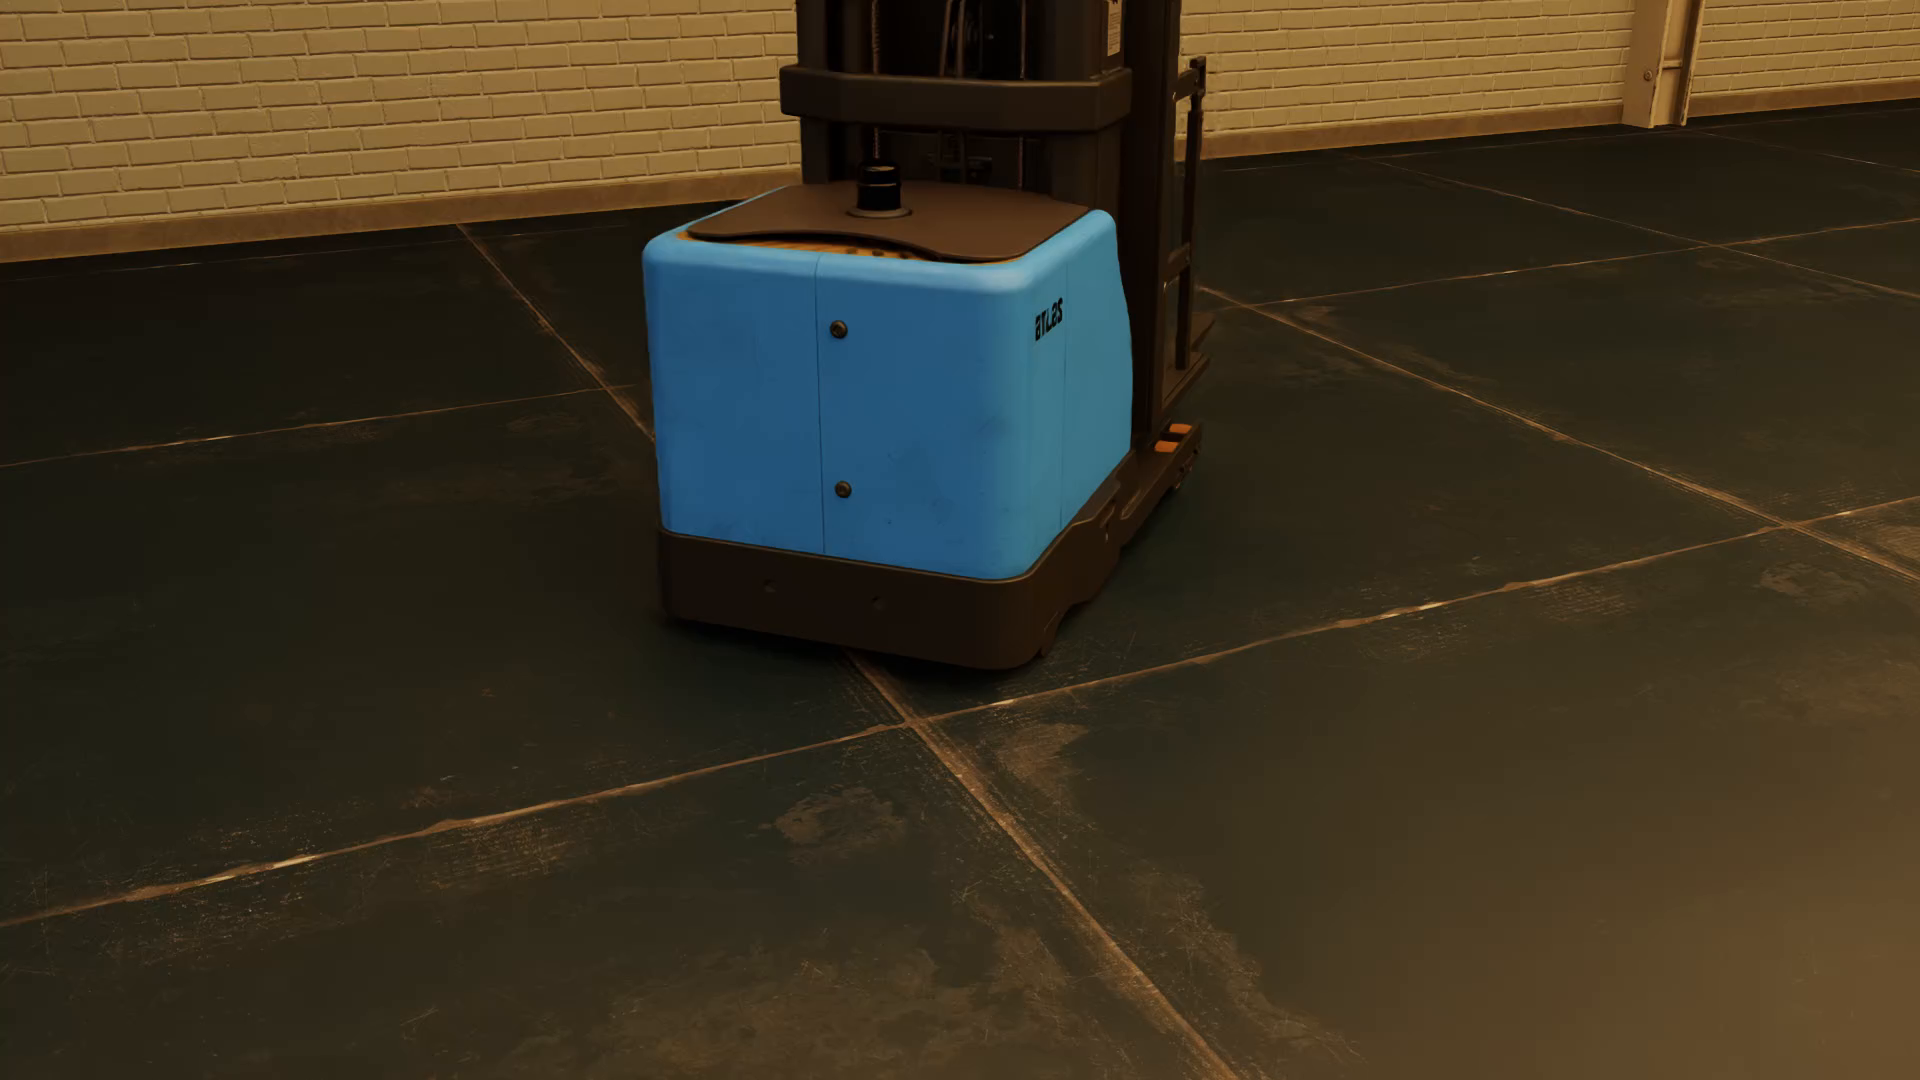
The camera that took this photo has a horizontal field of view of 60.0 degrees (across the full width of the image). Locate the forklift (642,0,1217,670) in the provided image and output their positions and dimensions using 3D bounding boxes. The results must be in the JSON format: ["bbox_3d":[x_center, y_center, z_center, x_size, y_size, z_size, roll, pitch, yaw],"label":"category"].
[{"bbox_3d":[0.185,-1.565,5.054,1.130,2.935,3.031,8,24,19],"label":"forklift"}]
